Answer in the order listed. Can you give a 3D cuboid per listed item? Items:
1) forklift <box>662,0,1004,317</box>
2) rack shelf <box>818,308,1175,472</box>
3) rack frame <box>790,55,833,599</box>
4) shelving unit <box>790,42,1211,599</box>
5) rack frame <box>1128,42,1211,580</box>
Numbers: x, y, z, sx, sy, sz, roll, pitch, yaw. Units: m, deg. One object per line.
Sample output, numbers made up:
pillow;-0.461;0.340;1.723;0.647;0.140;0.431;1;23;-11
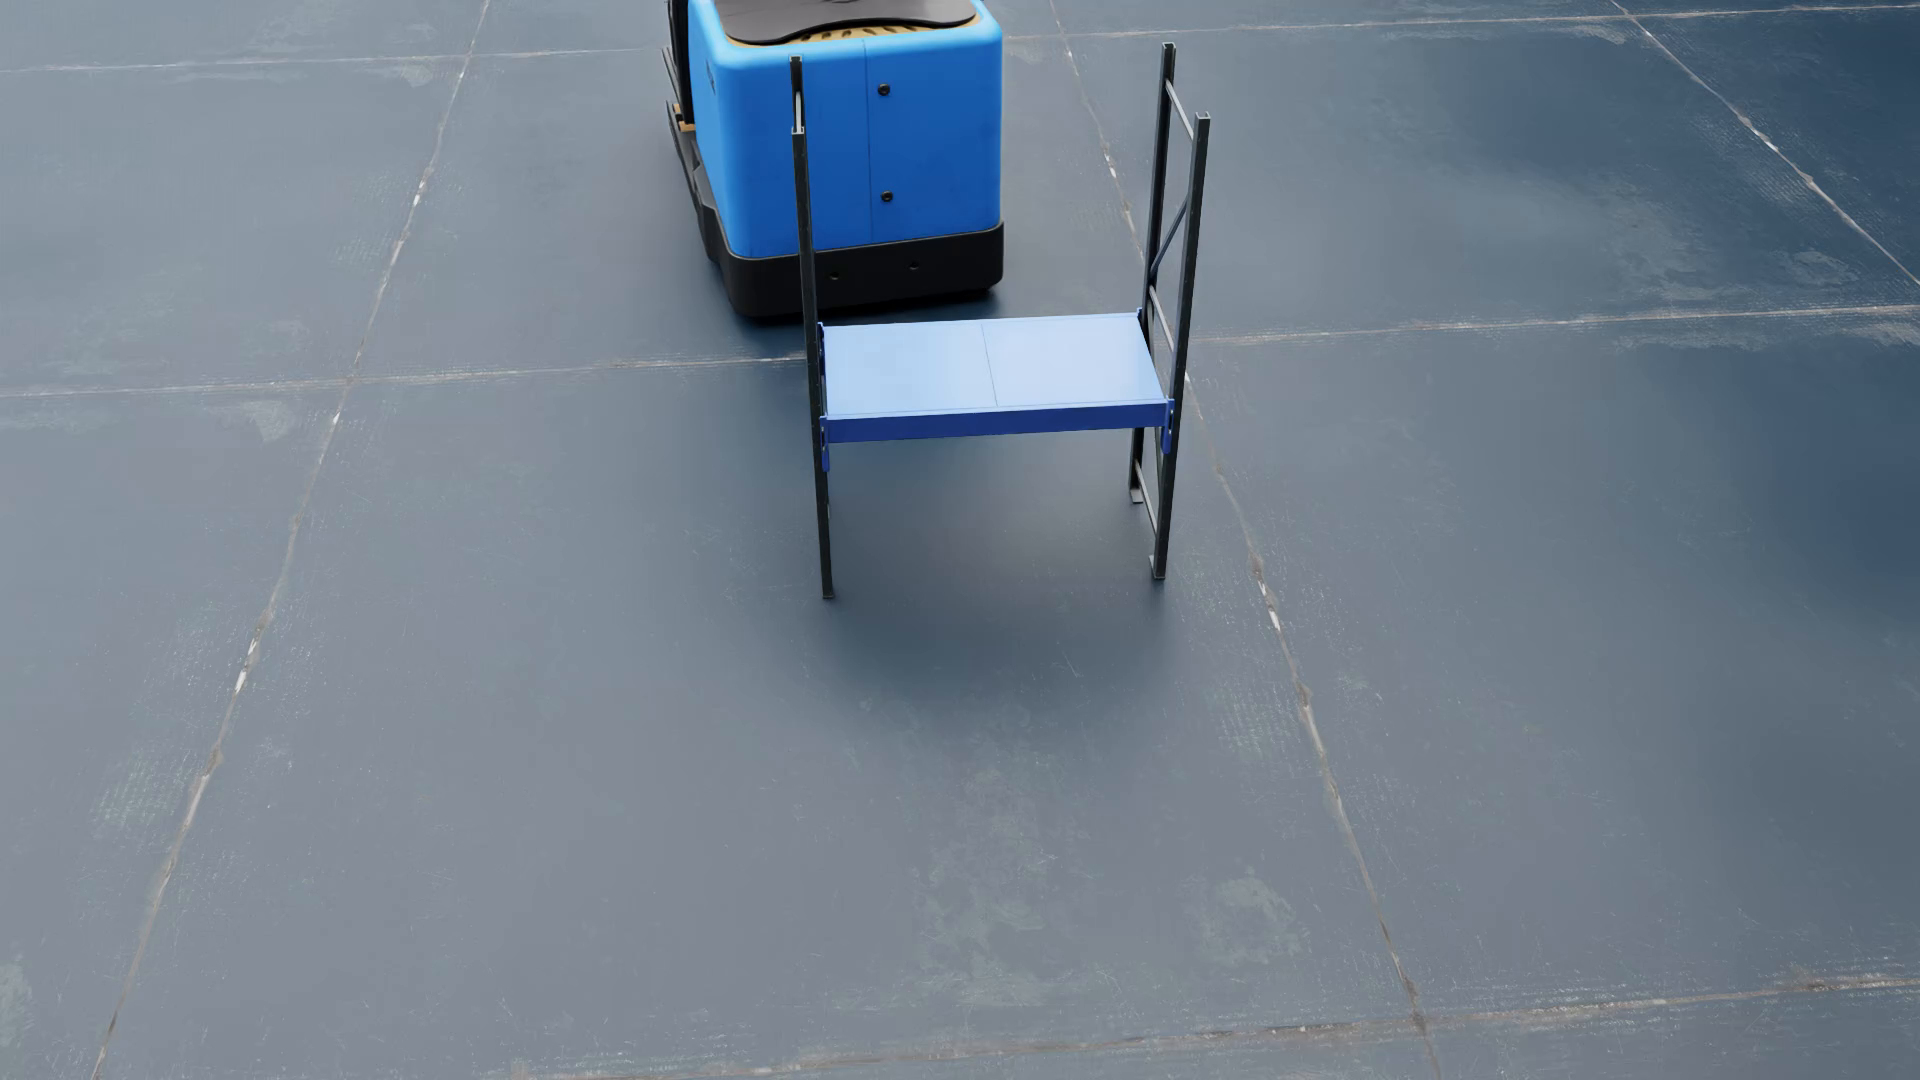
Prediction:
forklift;-0.700;-2.897;6.556;1.130;2.935;3.031;-9;39;-11
rack shelf;0.085;-0.452;4.903;1.000;0.185;0.538;-3;38;-4
rack frame;-0.421;-0.566;4.756;0.032;1.500;0.500;-3;38;-4
shelving unit;0.085;-0.593;4.791;1.048;1.500;0.538;-3;38;-4
rack frame;0.591;-0.621;4.827;0.032;1.500;0.500;-3;38;-4
